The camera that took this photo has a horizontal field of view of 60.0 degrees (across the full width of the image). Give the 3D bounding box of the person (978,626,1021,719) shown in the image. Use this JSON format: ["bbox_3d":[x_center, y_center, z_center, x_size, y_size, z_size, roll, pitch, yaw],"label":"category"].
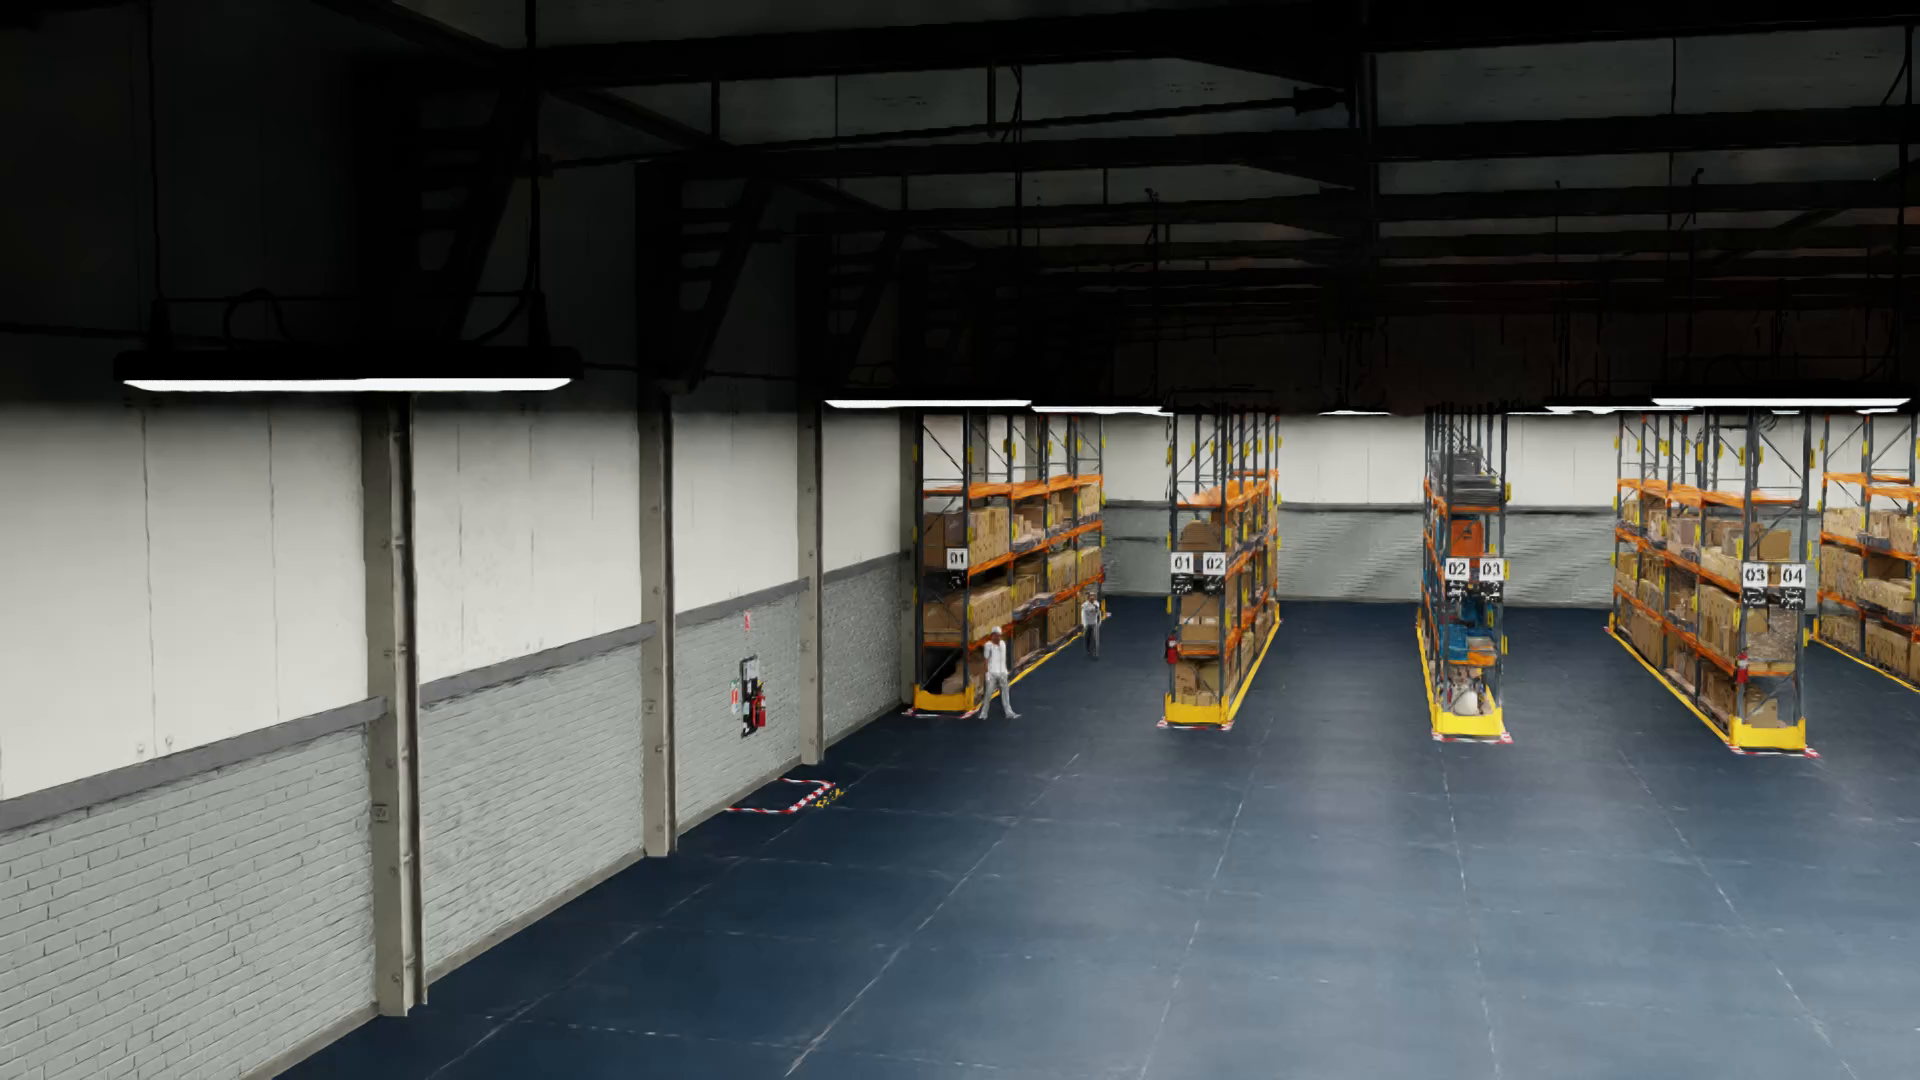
[{"bbox_3d":[0.715,2.499,31.424,0.738,1.775,0.575,-3,5,-37],"label":"person"}]

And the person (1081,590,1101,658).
[{"bbox_3d":[3.111,1.974,39.534,0.483,1.616,0.993,0,4,6],"label":"person"}]
